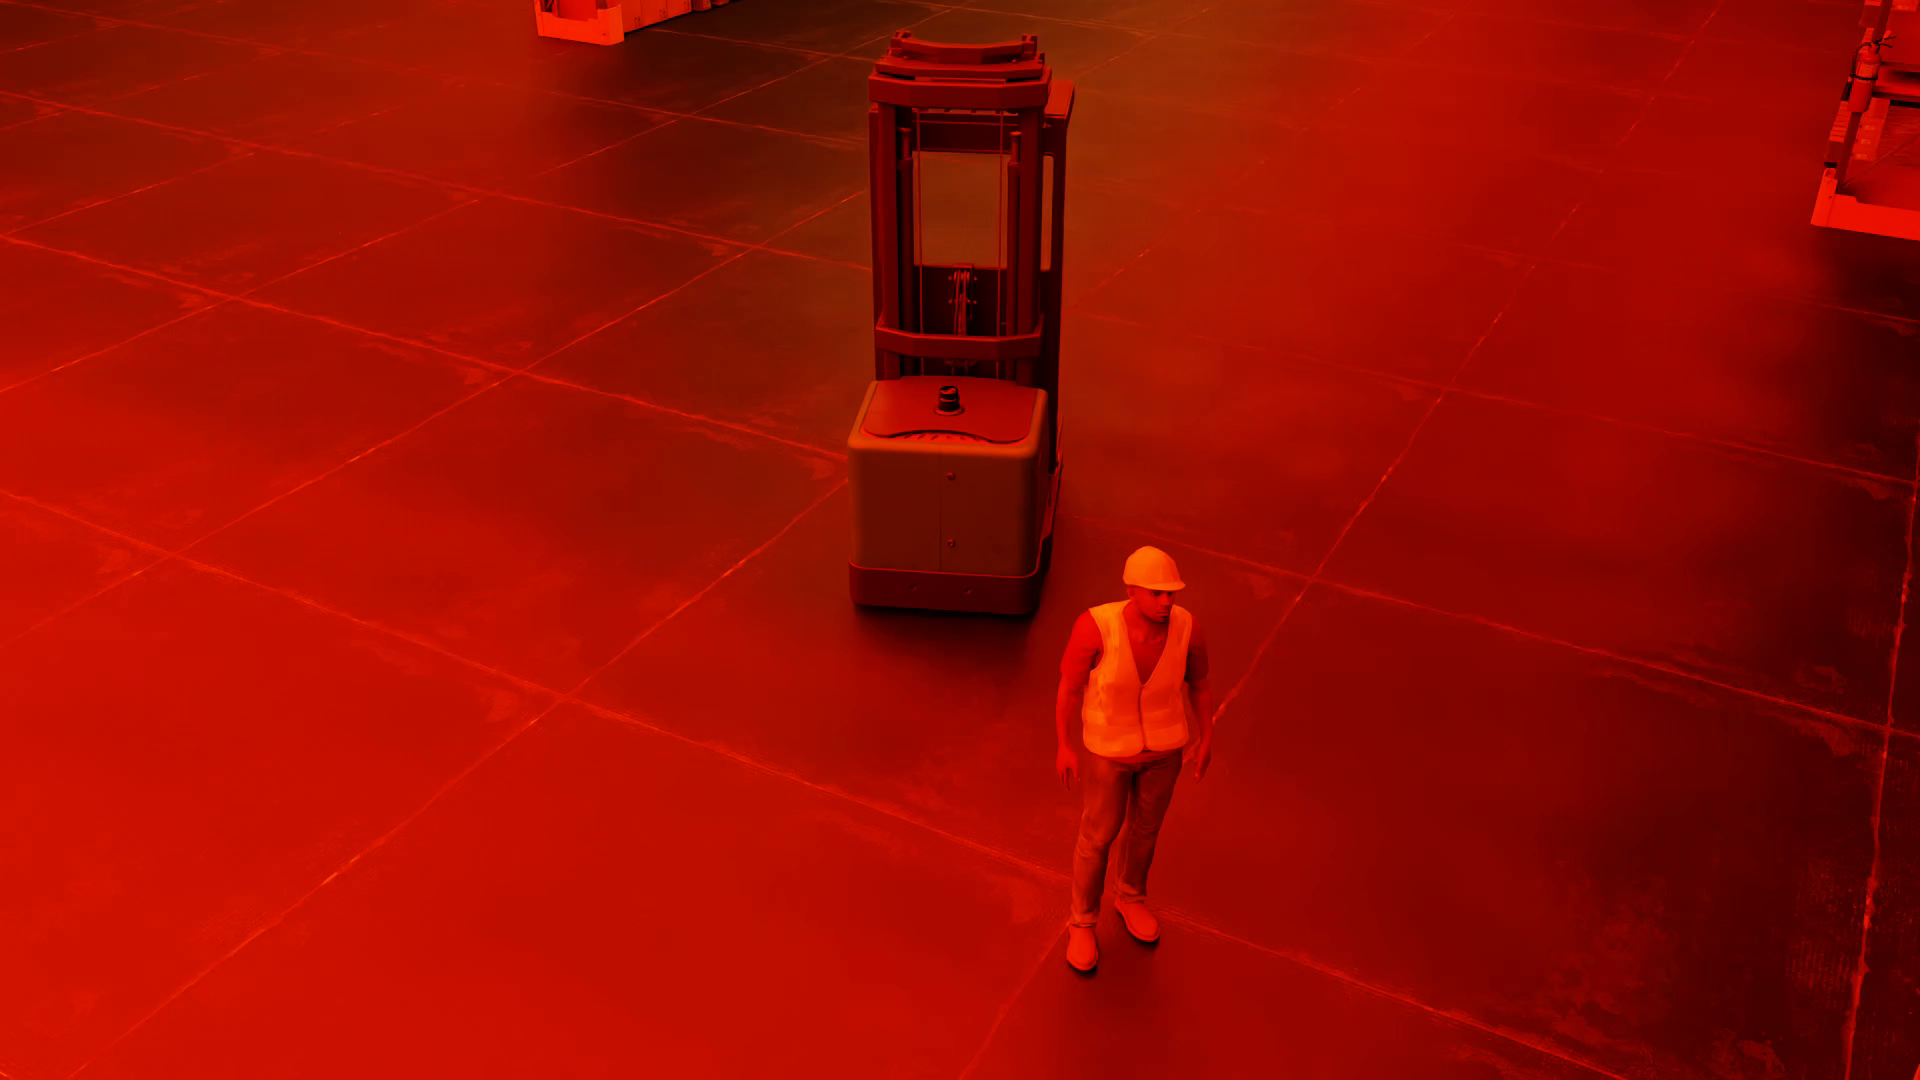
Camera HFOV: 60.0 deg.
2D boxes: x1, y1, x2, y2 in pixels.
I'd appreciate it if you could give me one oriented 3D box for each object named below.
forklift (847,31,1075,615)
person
[{"bbox_3d":[0.072,-1.572,9.794,1.130,2.935,3.031,3,30,6],"label":"forklift"},{"bbox_3d":[0.723,0.869,6.715,0.666,1.765,0.577,-6,30,-9],"label":"person"}]
